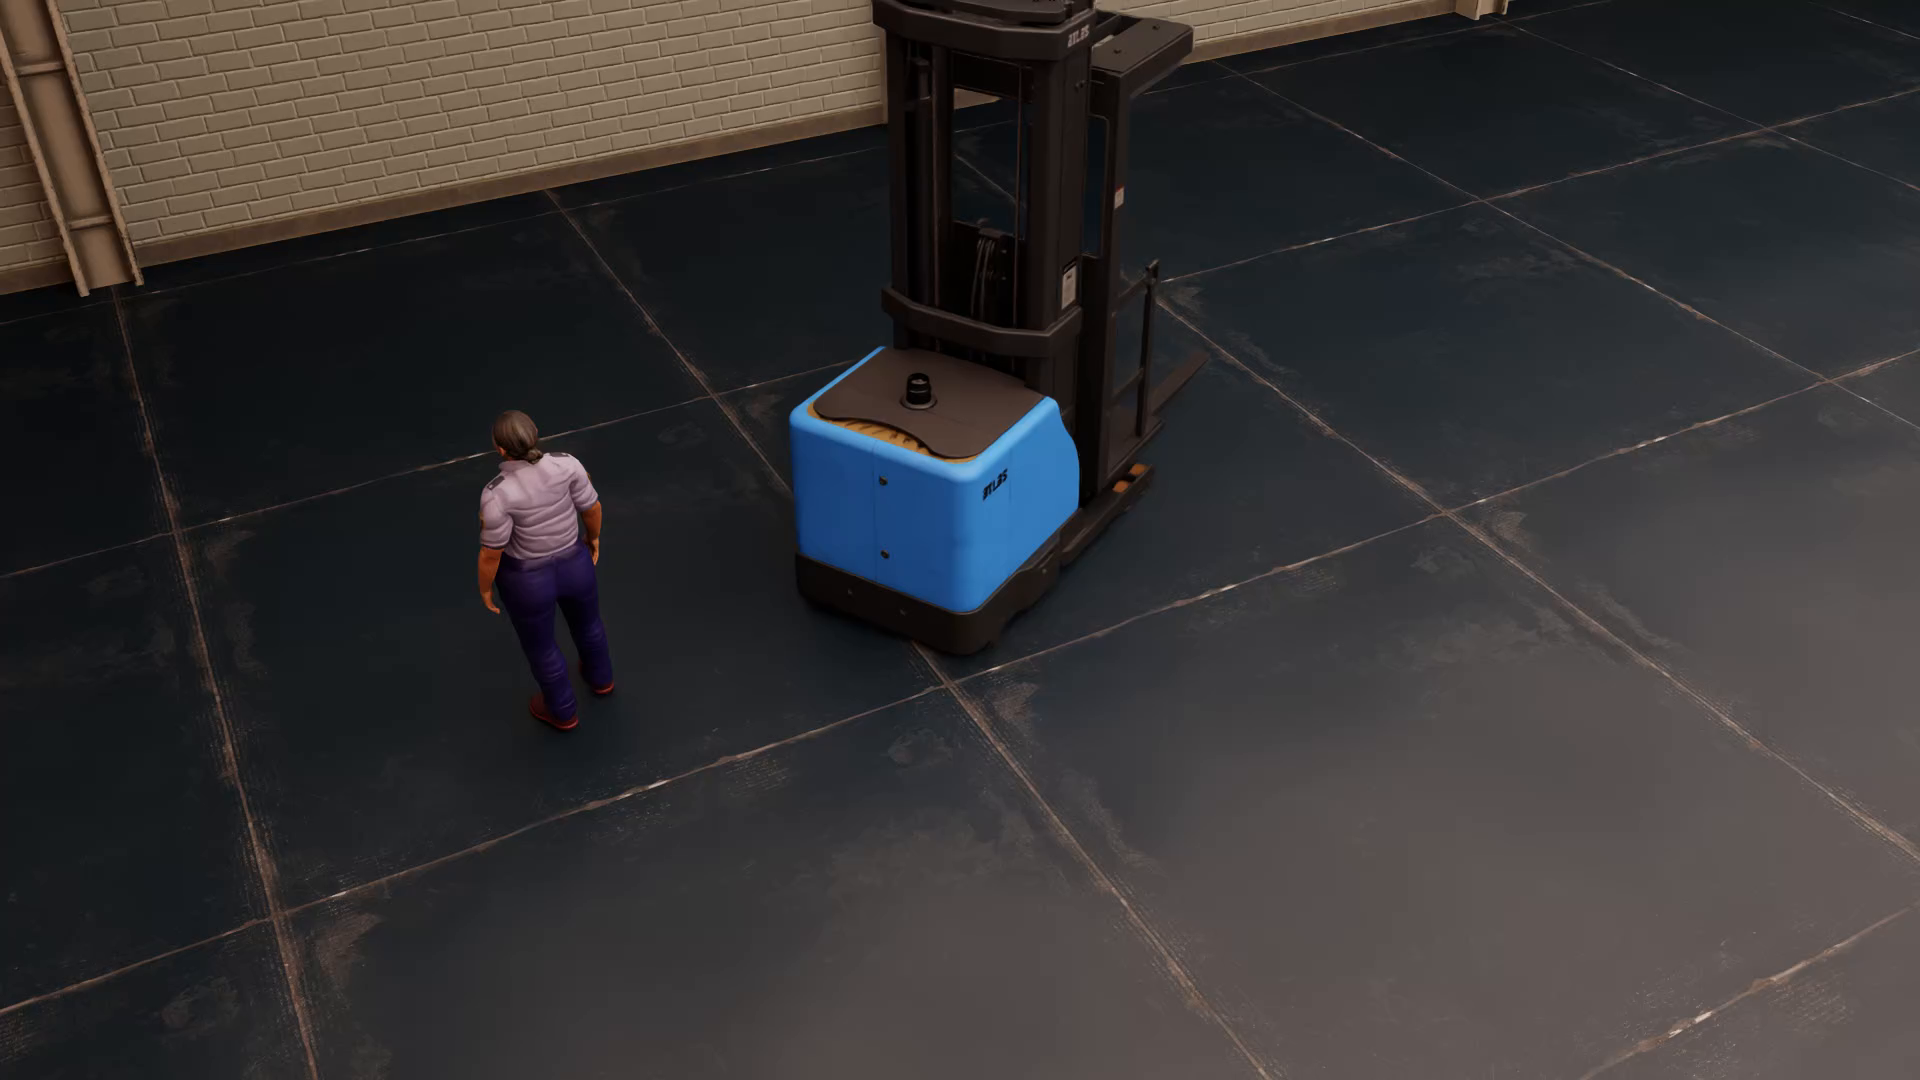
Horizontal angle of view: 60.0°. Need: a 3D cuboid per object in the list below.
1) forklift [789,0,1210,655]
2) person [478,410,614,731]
[{"bbox_3d":[0.398,-1.481,8.218,1.130,2.935,3.031,20,40,25],"label":"forklift"},{"bbox_3d":[-1.799,0.101,7.091,0.595,1.637,0.504,-25,42,-31],"label":"person"}]
